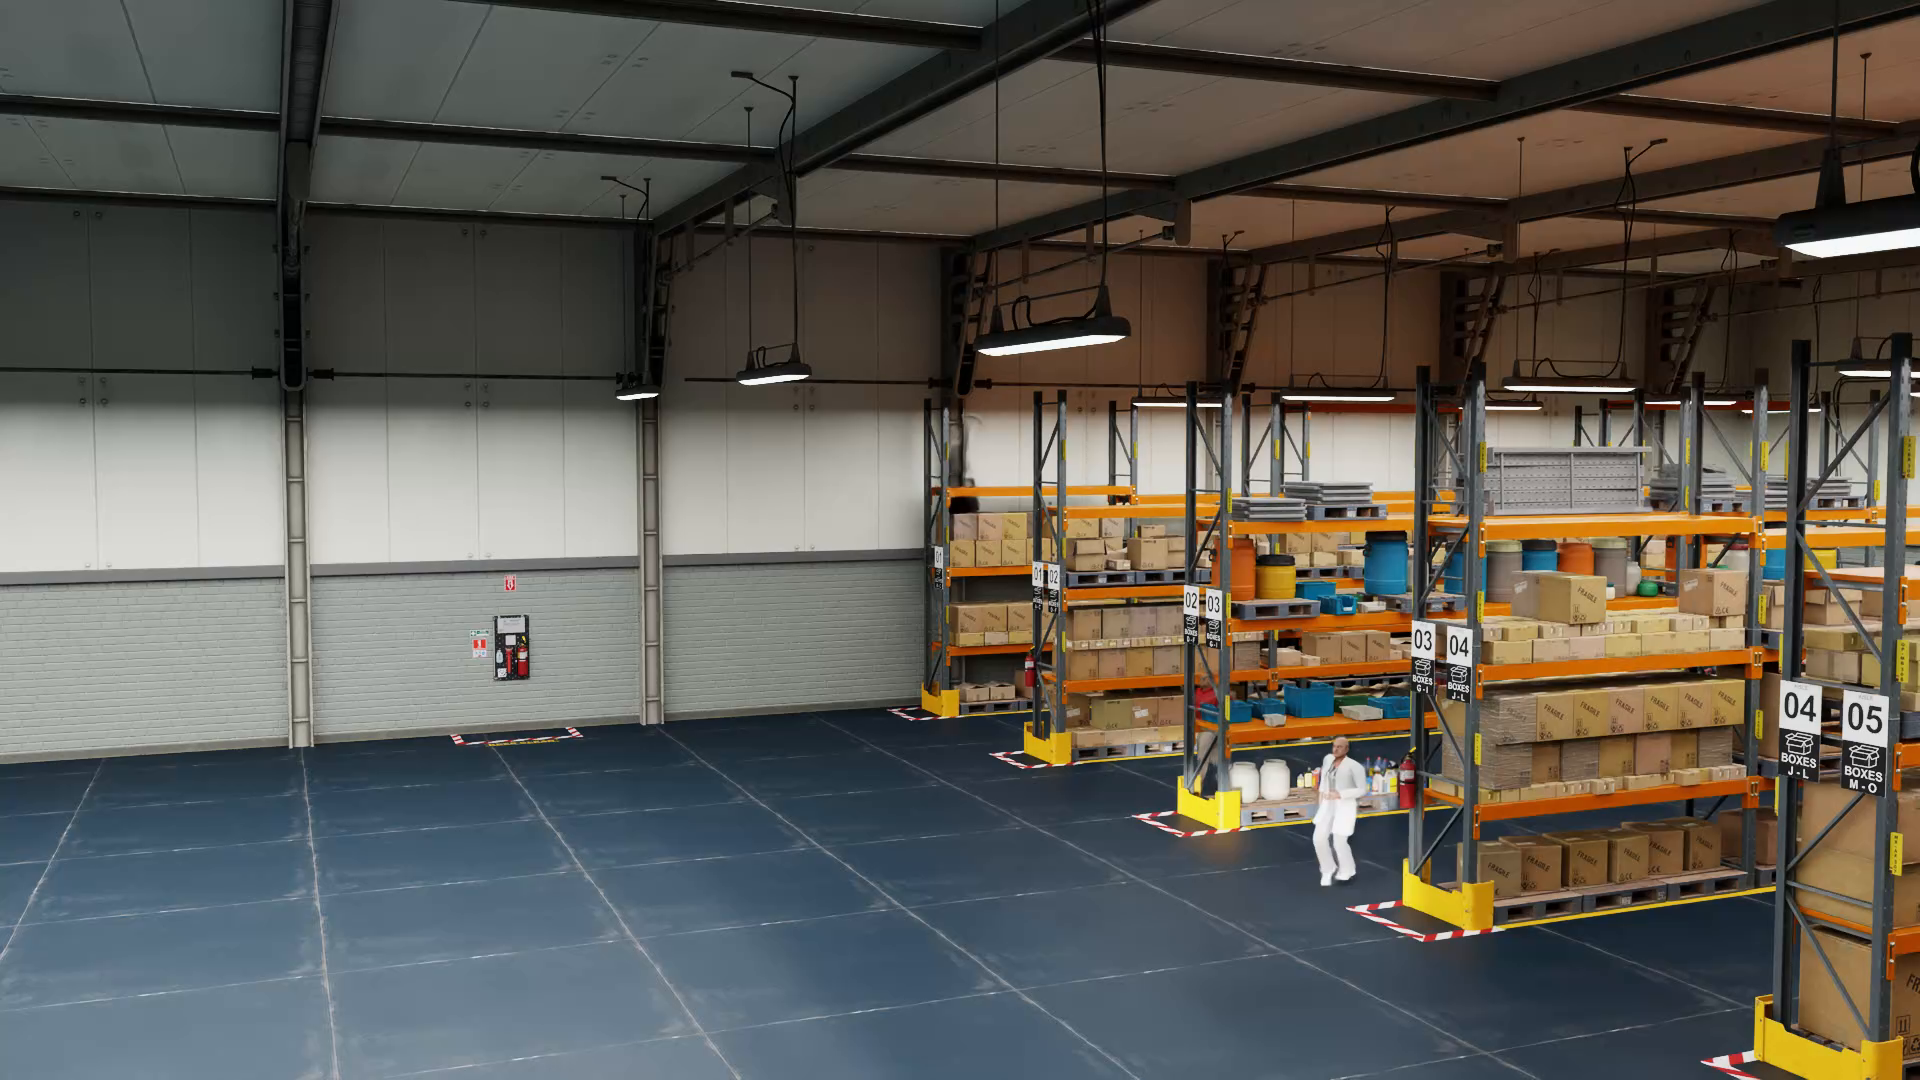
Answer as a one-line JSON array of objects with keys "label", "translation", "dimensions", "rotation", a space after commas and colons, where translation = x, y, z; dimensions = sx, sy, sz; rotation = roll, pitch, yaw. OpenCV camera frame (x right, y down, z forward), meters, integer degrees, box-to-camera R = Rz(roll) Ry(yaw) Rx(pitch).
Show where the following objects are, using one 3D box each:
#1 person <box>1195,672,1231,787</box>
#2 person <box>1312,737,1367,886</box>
[{"label": "person", "translation": [3.704, 2.821, 24.822], "dimensions": [0.943, 1.724, 0.675], "rotation": [-2, 4, -33]}, {"label": "person", "translation": [4.428, 3.188, 19.316], "dimensions": [0.718, 1.849, 0.720], "rotation": [-3, 5, -44]}]
